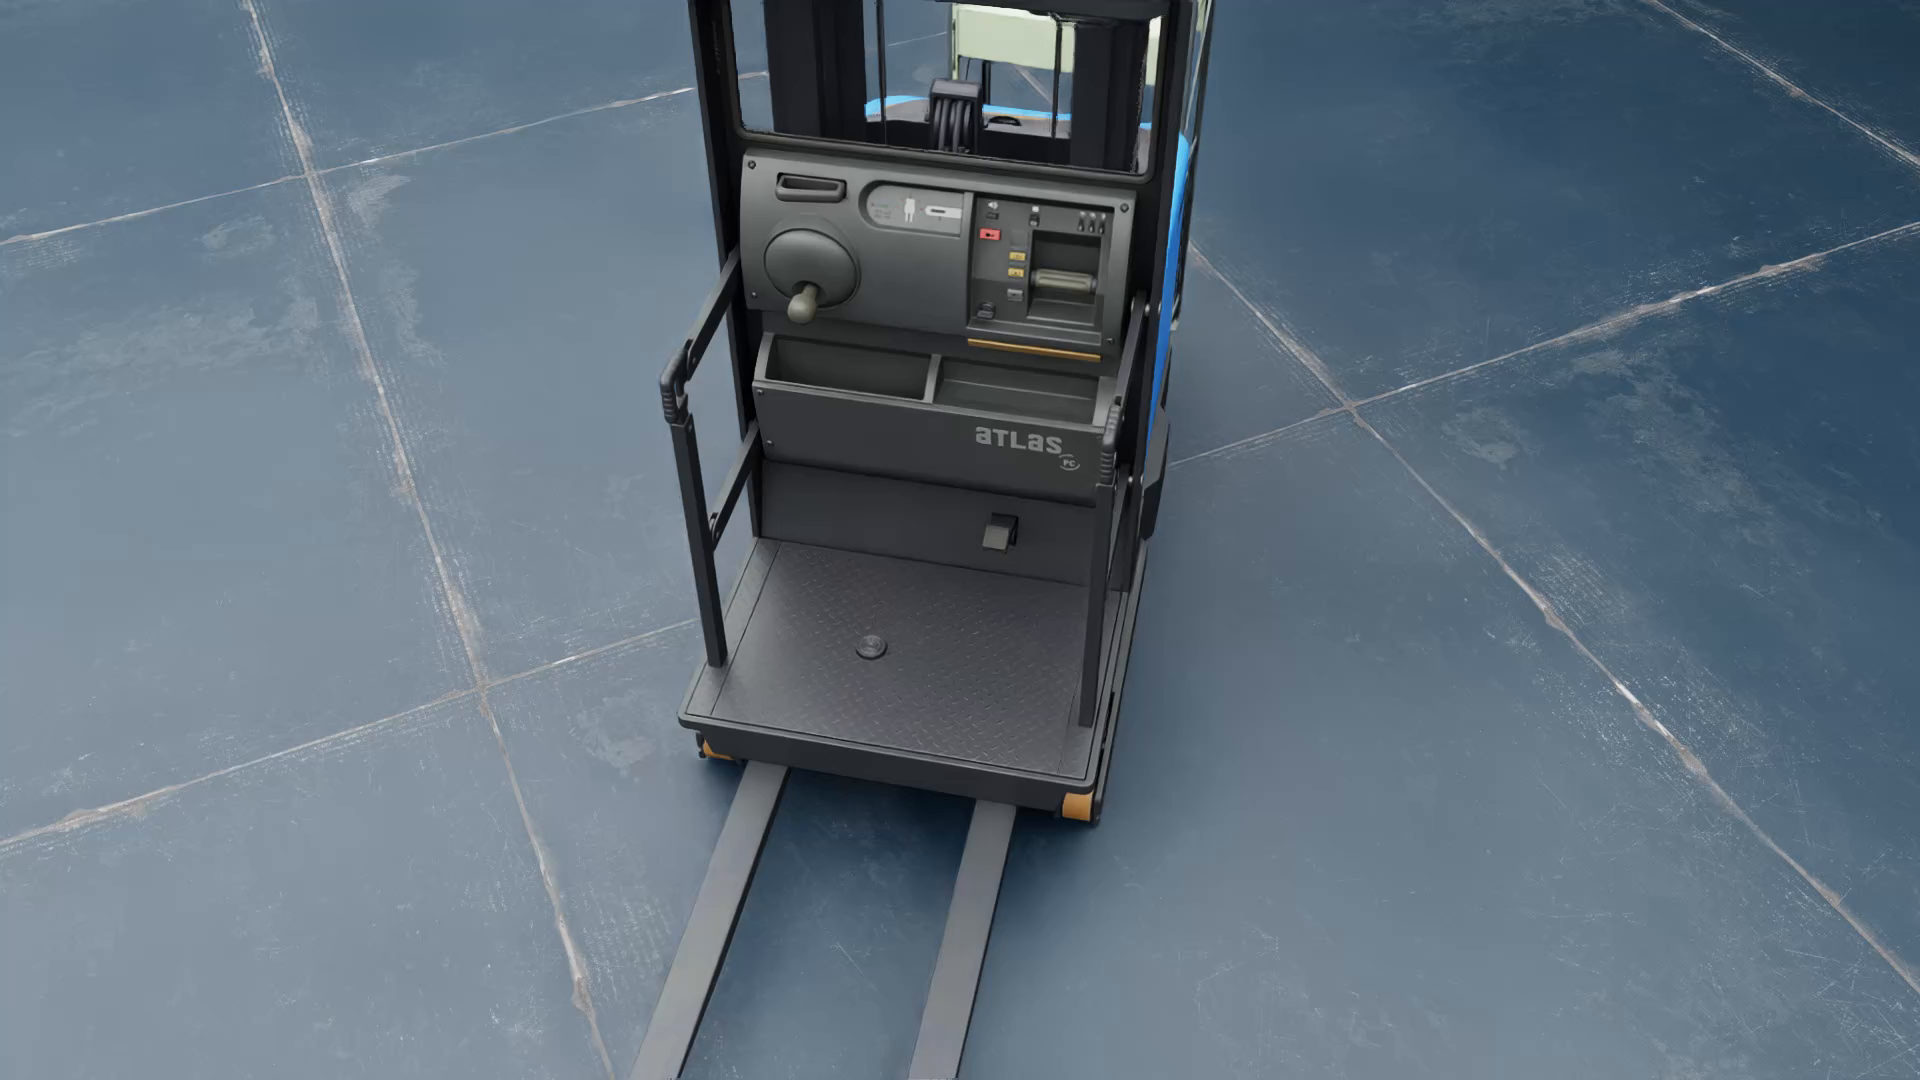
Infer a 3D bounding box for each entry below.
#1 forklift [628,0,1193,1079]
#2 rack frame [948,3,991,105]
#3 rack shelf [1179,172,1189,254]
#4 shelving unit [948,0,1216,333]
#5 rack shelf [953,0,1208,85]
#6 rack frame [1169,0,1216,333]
[{"bbox_3d":[-0.105,-0.580,3.751,1.130,2.935,3.031,8,45,8],"label":"forklift"},{"bbox_3d":[0.033,-1.363,5.563,0.023,1.500,0.400,12,46,12],"label":"rack frame"},{"bbox_3d":[0.383,-1.054,5.715,0.720,0.370,0.431,12,46,12],"label":"rack shelf"},{"bbox_3d":[0.383,-1.286,5.486,0.755,1.500,0.431,12,46,12],"label":"shelving unit"},{"bbox_3d":[0.383,-1.564,5.212,0.720,0.370,0.431,12,46,12],"label":"rack shelf"},{"bbox_3d":[0.732,-1.210,5.408,0.023,1.500,0.400,12,46,12],"label":"rack frame"}]
